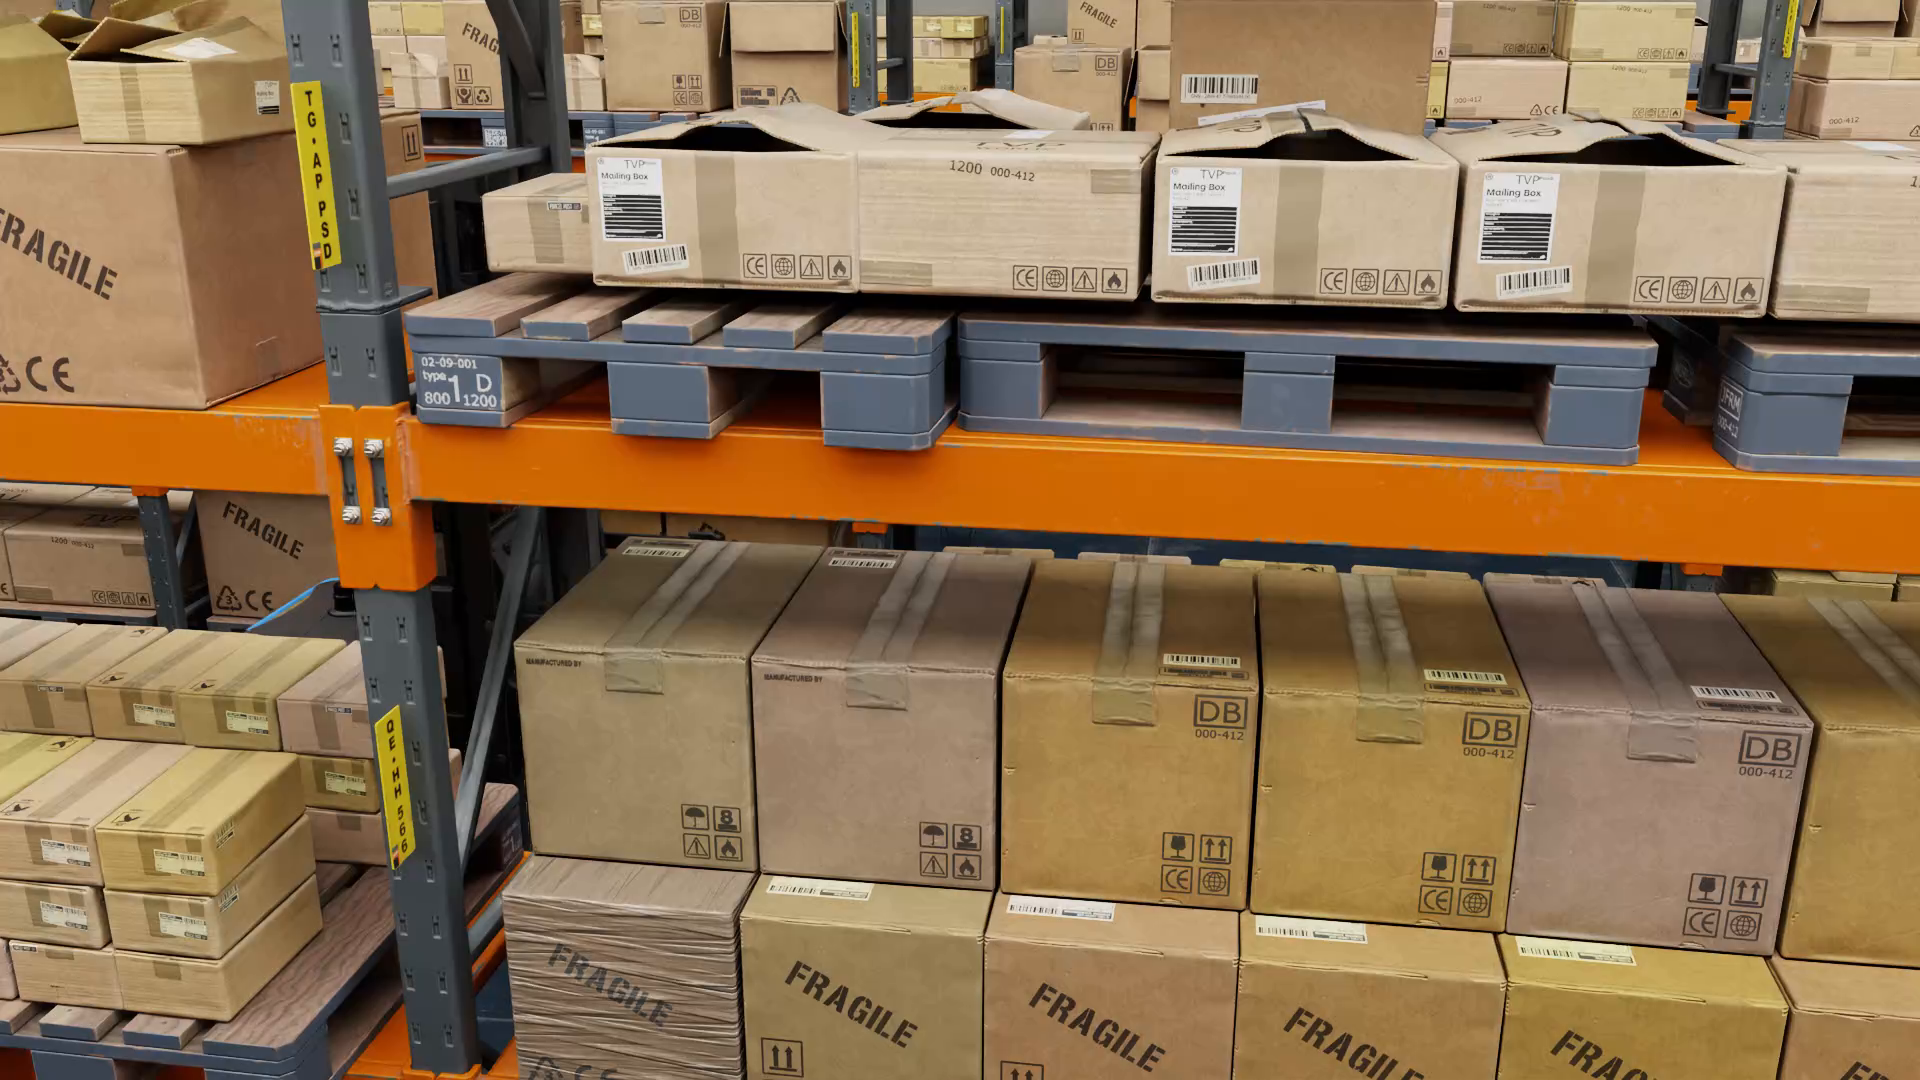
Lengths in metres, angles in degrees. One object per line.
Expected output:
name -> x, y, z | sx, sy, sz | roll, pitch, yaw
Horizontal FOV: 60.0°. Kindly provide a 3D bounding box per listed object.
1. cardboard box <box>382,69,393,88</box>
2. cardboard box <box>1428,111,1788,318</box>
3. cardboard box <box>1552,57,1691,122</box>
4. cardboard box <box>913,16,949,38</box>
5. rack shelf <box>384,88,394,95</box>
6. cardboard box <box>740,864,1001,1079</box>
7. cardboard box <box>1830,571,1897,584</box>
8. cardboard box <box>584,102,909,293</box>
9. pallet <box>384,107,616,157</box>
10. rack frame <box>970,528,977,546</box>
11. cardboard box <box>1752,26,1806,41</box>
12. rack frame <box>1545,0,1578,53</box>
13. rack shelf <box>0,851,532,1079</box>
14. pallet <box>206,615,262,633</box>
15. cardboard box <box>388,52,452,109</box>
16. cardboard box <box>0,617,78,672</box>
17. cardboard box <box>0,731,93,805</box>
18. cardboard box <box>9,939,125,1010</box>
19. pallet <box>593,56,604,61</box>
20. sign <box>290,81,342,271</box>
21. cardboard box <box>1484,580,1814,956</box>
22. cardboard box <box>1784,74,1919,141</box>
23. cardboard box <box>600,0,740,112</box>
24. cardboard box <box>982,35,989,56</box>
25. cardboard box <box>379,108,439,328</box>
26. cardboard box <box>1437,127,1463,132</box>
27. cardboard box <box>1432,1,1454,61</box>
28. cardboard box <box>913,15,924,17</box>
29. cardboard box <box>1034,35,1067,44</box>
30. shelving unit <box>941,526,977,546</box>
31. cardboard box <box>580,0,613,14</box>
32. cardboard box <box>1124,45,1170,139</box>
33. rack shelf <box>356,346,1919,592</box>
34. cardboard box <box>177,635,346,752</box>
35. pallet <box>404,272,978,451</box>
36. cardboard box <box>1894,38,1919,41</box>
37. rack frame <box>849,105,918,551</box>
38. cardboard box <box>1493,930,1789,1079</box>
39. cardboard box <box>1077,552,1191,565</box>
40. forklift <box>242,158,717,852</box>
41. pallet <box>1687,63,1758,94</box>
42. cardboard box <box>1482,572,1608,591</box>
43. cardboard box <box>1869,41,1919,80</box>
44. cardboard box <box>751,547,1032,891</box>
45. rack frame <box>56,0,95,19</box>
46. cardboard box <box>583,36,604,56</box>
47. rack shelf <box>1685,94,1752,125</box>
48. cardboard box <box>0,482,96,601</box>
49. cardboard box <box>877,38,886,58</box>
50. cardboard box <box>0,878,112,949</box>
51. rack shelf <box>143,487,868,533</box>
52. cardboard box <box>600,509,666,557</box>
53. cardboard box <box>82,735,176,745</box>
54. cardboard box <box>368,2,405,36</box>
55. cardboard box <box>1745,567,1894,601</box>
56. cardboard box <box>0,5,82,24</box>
cardboard box -> -4.454, -3.728, 13.385 | 0.250, 0.149, 0.380 | 4, 19, 10
cardboard box -> 1.117, -0.602, 2.967 | 0.500, 0.311, 0.500 | 2, 19, 7
cardboard box -> 2.968, -2.046, 7.537 | 0.500, 0.250, 0.500 | 3, 19, 8
cardboard box -> -0.227, -3.920, 12.704 | 0.250, 0.149, 0.380 | 2, 19, 7
rack shelf -> -5.522, -3.651, 13.894 | 4.000, 0.370, 1.077 | 3, 19, 9
cardboard box -> -0.164, 0.928, 3.646 | 0.500, 0.500, 0.500 | 3, 19, 8
cardboard box -> 4.221, 0.070, 7.835 | 0.250, 0.149, 0.380 | 3, 19, 9
cardboard box -> -0.387, -0.678, 3.196 | 0.500, 0.311, 0.500 | 3, 19, 9
pallet -> -2.130, -2.117, 8.472 | 1.213, 0.211, 1.003 | 4, 19, 11
rack frame -> 0.092, -0.422, 11.146 | 0.006, 0.900, 0.240 | 3, 19, 9
cardboard box -> 5.769, -3.502, 11.707 | 0.258, 0.266, 0.396 | 2, 19, 7
rack frame -> 4.351, -4.912, 11.800 | 0.127, 3.000, 1.000 | 3, 19, 9
rack shelf -> -3.042, 1.084, 4.471 | 4.000, 0.370, 1.077 | 3, 19, 9
pallet -> -3.557, 0.424, 9.704 | 1.213, 0.211, 1.003 | 3, 19, 9
cardboard box -> -2.582, -2.270, 8.183 | 0.258, 0.266, 0.396 | 4, 19, 13
cardboard box -> -2.529, 0.344, 4.344 | 0.250, 0.149, 0.380 | 4, 19, 11
cardboard box -> -2.130, 0.574, 3.658 | 0.250, 0.149, 0.380 | 4, 19, 10
cardboard box -> -1.872, 0.869, 3.712 | 0.250, 0.149, 0.380 | 3, 19, 9
pallet -> -2.915, -3.748, 13.346 | 1.003, 0.211, 1.213 | 3, 19, 9
sign -> -1.155, -0.655, 2.990 | 0.005, 0.325, 0.100 | 3, 19, 9
cardboard box -> 1.384, 0.449, 3.500 | 0.500, 0.500, 0.700 | 3, 19, 9
cardboard box -> 3.959, -1.896, 7.282 | 0.500, 0.250, 0.500 | 3, 19, 7
cardboard box -> -1.389, -2.372, 8.118 | 0.500, 0.500, 0.700 | 2, 19, 6
cardboard box -> 0.079, -3.902, 13.117 | 0.250, 0.149, 0.380 | 3, 19, 9
cardboard box -> -1.589, -0.739, 3.899 | 0.500, 0.500, 0.500 | 3, 19, 9
cardboard box -> 1.069, -0.721, 3.397 | 0.258, 0.266, 0.396 | 3, 19, 9
cardboard box -> 1.964, -2.333, 7.607 | 0.500, 0.250, 0.500 | 3, 19, 10
cardboard box -> -0.407, -4.088, 13.207 | 0.250, 0.149, 0.380 | 3, 19, 8
cardboard box -> 0.698, -3.713, 12.496 | 0.250, 0.166, 0.380 | 3, 19, 9
shelving unit -> -0.008, -0.427, 11.162 | 0.210, 0.900, 0.258 | 3, 19, 9
cardboard box -> -2.968, -4.360, 13.333 | 0.258, 0.266, 0.396 | 3, 19, 9
cardboard box -> 1.129, -2.116, 8.011 | 0.637, 0.503, 0.797 | 3, 19, 9
rack shelf -> 0.908, -0.137, 3.393 | 4.000, 0.370, 1.077 | 3, 19, 9
cardboard box -> -1.758, 0.384, 4.223 | 0.250, 0.149, 0.380 | 2, 19, 7
pallet -> -0.423, -0.474, 3.562 | 1.003, 0.211, 1.213 | 4, 19, 11
cardboard box -> 4.427, -2.215, 7.608 | 0.250, 0.149, 0.380 | 3, 19, 10
rack frame -> -0.382, -0.713, 8.706 | 0.127, 3.000, 1.000 | 3, 19, 9
cardboard box -> 1.327, 1.004, 3.418 | 0.500, 0.500, 0.500 | 3, 19, 9
cardboard box -> 0.905, 0.401, 8.858 | 0.625, 0.372, 0.950 | 3, 19, 8
forklift -> -1.448, 0.010, 6.654 | 3.031, 2.935, 1.130 | 3, 19, 9
pallet -> 5.198, -3.412, 12.186 | 1.213, 0.211, 1.003 | 3, 19, 9
cardboard box -> 3.050, 0.510, 8.531 | 0.625, 0.372, 0.950 | 3, 19, 9
cardboard box -> 4.088, -2.071, 7.177 | 0.250, 0.149, 0.380 | 3, 19, 10
cardboard box -> -0.126, 0.372, 3.729 | 0.500, 0.500, 0.700 | 3, 19, 8
rack frame -> -4.331, -3.759, 8.355 | 0.127, 3.000, 1.000 | 3, 19, 9
cardboard box -> -2.800, -3.874, 13.002 | 0.250, 0.149, 0.380 | 3, 19, 9
rack shelf -> 6.326, -3.047, 12.089 | 4.000, 0.370, 1.077 | 3, 19, 9
cardboard box -> -5.818, -0.008, 9.976 | 0.875, 0.438, 0.875 | 2, 19, 7
cardboard box -> -0.494, -3.791, 12.787 | 0.250, 0.149, 0.380 | 3, 19, 10
cardboard box -> -1.891, 0.727, 3.668 | 0.250, 0.149, 0.380 | 4, 19, 11
rack shelf -> -2.356, -0.472, 9.121 | 4.000, 0.370, 1.077 | 3, 19, 9
cardboard box -> -1.930, -0.011, 9.296 | 0.875, 0.875, 0.875 | 3, 19, 9
cardboard box -> -2.044, 0.510, 4.318 | 0.250, 0.149, 0.380 | 2, 19, 7
cardboard box -> -4.586, -4.171, 13.295 | 0.500, 0.250, 0.500 | 3, 19, 8
cardboard box -> 4.107, 0.352, 8.013 | 0.500, 0.500, 0.500 | 4, 19, 11
cardboard box -> -2.190, -1.123, 3.840 | 0.258, 0.266, 0.396 | 3, 19, 9
